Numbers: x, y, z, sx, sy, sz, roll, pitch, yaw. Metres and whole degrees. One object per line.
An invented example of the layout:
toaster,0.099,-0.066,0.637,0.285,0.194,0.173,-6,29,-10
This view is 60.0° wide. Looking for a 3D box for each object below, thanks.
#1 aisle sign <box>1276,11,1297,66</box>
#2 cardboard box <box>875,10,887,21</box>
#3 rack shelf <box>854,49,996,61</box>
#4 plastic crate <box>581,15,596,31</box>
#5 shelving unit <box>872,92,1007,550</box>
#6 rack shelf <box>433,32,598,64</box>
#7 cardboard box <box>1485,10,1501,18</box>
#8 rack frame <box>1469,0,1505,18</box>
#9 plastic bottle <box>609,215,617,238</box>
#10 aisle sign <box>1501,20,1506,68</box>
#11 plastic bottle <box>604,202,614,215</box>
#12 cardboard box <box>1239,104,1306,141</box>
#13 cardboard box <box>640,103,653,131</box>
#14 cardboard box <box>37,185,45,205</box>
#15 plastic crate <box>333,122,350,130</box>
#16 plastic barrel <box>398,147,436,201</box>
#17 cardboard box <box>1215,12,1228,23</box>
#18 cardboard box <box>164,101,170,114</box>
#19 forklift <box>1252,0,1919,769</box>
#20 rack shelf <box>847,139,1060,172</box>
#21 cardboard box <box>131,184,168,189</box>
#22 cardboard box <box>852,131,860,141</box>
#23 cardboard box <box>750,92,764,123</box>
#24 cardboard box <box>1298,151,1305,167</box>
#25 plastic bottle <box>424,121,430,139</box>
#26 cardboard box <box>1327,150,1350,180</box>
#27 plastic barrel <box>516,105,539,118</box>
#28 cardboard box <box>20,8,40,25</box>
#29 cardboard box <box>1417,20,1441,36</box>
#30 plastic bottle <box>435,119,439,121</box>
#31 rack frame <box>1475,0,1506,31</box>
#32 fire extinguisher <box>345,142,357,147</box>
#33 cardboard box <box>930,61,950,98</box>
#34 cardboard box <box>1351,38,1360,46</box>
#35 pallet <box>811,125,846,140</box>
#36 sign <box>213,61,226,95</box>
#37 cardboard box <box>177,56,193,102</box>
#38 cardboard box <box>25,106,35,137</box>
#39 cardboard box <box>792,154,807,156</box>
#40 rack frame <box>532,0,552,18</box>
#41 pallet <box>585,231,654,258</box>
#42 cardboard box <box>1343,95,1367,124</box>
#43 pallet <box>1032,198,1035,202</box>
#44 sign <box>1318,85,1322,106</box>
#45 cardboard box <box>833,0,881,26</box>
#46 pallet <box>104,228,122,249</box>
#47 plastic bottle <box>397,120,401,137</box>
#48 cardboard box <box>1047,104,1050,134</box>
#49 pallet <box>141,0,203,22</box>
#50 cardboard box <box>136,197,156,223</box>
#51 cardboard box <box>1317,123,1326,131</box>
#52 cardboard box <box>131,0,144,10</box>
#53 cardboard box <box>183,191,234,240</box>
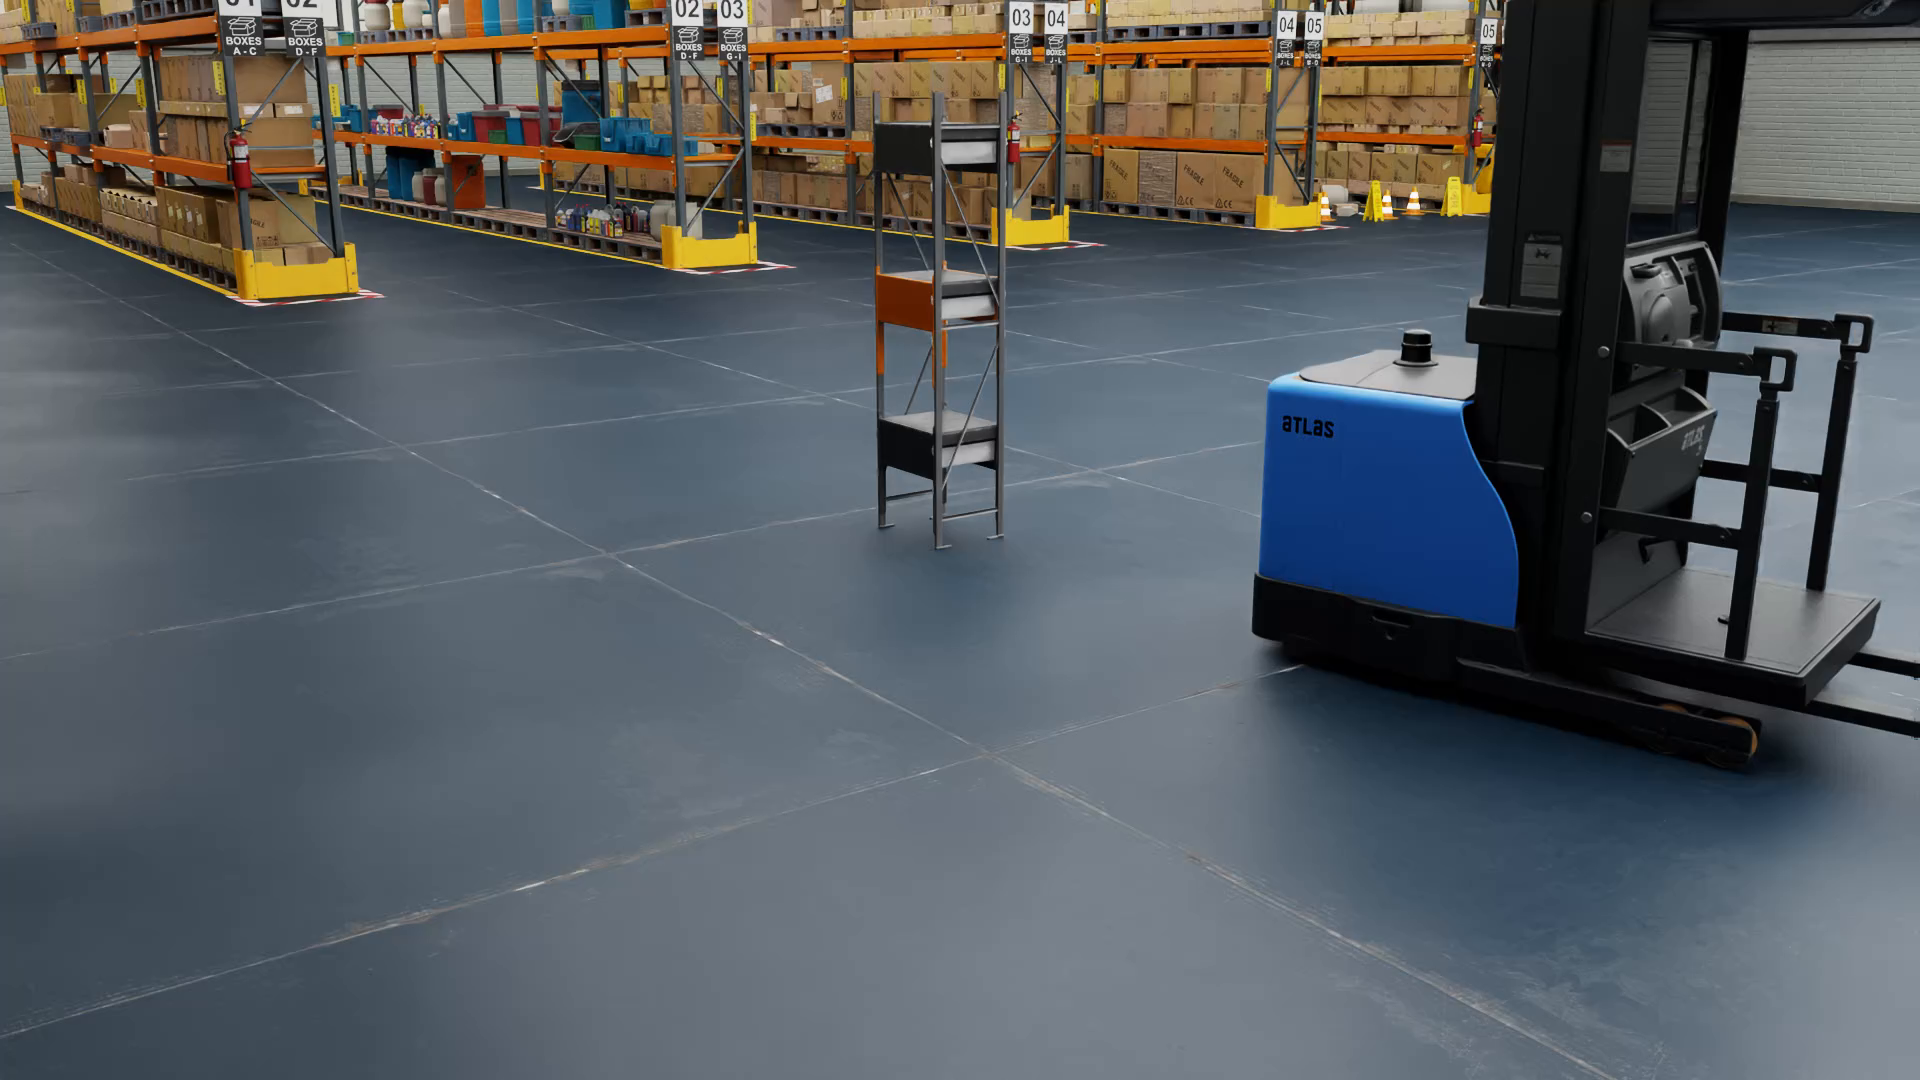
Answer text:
aisle sign,4.897,-7.525,24.964,0.394,0.787,0.004,-11,19,-35
cardboard box,-1.029,-7.781,24.668,0.380,0.149,0.250,-11,19,-34
rack shelf,-0.782,-9.568,33.033,1.077,0.370,4.000,-11,19,-35
plastic crate,-4.624,-6.635,21.357,0.336,0.188,0.450,-11,19,-35
shelving unit,-0.097,-1.048,7.928,0.431,2.100,0.503,-11,19,-35
rack shelf,-6.508,-7.197,24.370,1.077,0.370,4.000,-11,19,-35
cardboard box,8.999,-8.941,28.343,0.380,0.149,0.250,-11,19,-35
rack frame,10.703,-11.642,33.565,1.000,3.000,0.127,-11,19,-35
plastic bottle,-4.498,-4.064,21.555,0.061,0.283,0.133,-10,18,-33
aisle sign,9.330,-8.412,28.203,0.394,0.787,0.004,-11,19,-35
plastic bottle,-4.837,-4.489,22.981,0.144,0.351,0.185,-11,19,-35
cardboard box,4.843,-6.477,25.776,0.875,0.550,0.550,-11,19,-35
cardboard box,-5.665,-7.951,31.255,0.500,0.500,0.500,-11,19,-34
cardboard box,-15.050,-5.763,27.711,0.500,0.311,0.500,-11,19,-35
plastic crate,-11.303,-7.605,30.567,0.293,0.136,0.466,-11,19,-35
plastic barrel,-9.313,-6.299,28.587,0.600,0.901,0.708,-11,19,-35
cardboard box,4.181,-8.090,25.763,0.380,0.149,0.250,-11,19,-34
cardboard box,-9.192,-5.122,19.690,0.380,0.149,0.250,-11,19,-34
forklift,2.595,-0.831,5.562,3.031,2.935,1.130,12,20,38
rack shelf,-0.149,-5.665,24.454,1.077,0.370,4.000,-11,19,-35
cardboard box,-11.729,-4.904,24.214,0.500,0.500,0.500,-10,18,-32
cardboard box,-1.442,-6.225,25.614,0.380,0.149,0.250,-11,19,-35
cardboard box,-3.327,-7.435,28.573,0.500,0.500,0.500,-14,21,-41
cardboard box,7.929,-8.656,37.960,0.500,0.500,0.500,-10,18,-33
plastic bottle,-8.570,-6.601,26.754,0.097,0.271,0.097,0,15,0
cardboard box,7.143,-6.935,30.723,0.500,0.500,0.500,-10,18,-32
plastic barrel,-6.403,-6.223,24.873,0.433,0.535,0.433,0,15,0
cardboard box,-14.550,-8.287,26.329,0.500,0.250,0.500,-11,19,-35
cardboard box,8.240,-8.818,28.650,0.500,0.250,0.500,-11,19,-35
plastic bottle,-8.952,-7.070,28.461,0.152,0.276,0.135,-11,19,-35
rack frame,9.042,-10.016,27.627,1.000,3.000,0.127,-11,19,-35
fire extinguisher,-12.109,-8.118,32.907,0.296,0.674,0.183,-11,19,-35
cardboard box,-0.087,-6.551,23.681,0.500,0.500,0.500,-11,19,-35
cardboard box,7.283,-8.979,29.995,0.380,0.149,0.250,-12,19,-36
pallet,-1.657,-6.532,26.623,1.003,0.211,1.213,-11,19,-35
sign,-7.436,-4.639,16.702,0.100,0.325,0.005,-11,19,-35
cardboard box,-8.483,-5.267,18.992,0.700,0.500,0.500,-11,19,-35
cardboard box,-15.154,-6.945,27.578,0.500,0.500,0.500,-10,18,-33
cardboard box,-3.487,-8.421,36.641,0.380,0.149,0.250,-11,19,-34
rack frame,-5.332,-8.564,22.318,1.000,3.000,0.127,-11,19,-35
pallet,-4.249,-3.914,21.978,1.003,0.211,1.213,-11,19,-35
cardboard box,7.323,-7.819,30.208,0.500,0.500,0.500,-11,19,-35
pallet,0.797,-6.516,31.484,1.003,0.211,1.213,-11,19,-35
sign,5.550,-6.874,25.718,0.100,0.325,0.005,-11,19,-35
cardboard box,-1.522,-8.254,25.877,0.797,0.503,0.637,-12,19,-37
pallet,-11.240,-4.229,23.129,1.003,0.211,1.213,-11,19,-35
plastic bottle,-9.345,-6.882,27.782,0.097,0.271,0.097,0,15,0
cardboard box,1.629,-7.521,29.684,0.500,0.500,0.500,-11,19,-34
pallet,-8.818,-6.128,19.269,1.003,0.211,1.213,-11,19,-35
cardboard box,-10.122,-4.201,21.093,0.500,0.311,0.500,-10,18,-33
cardboard box,6.807,-7.693,30.977,0.380,0.149,0.250,-10,18,-33
cardboard box,-10.020,-6.729,20.786,0.500,0.250,0.500,-13,20,-40
cardboard box,-8.438,-3.672,18.804,0.500,0.500,0.500,-11,19,-35
